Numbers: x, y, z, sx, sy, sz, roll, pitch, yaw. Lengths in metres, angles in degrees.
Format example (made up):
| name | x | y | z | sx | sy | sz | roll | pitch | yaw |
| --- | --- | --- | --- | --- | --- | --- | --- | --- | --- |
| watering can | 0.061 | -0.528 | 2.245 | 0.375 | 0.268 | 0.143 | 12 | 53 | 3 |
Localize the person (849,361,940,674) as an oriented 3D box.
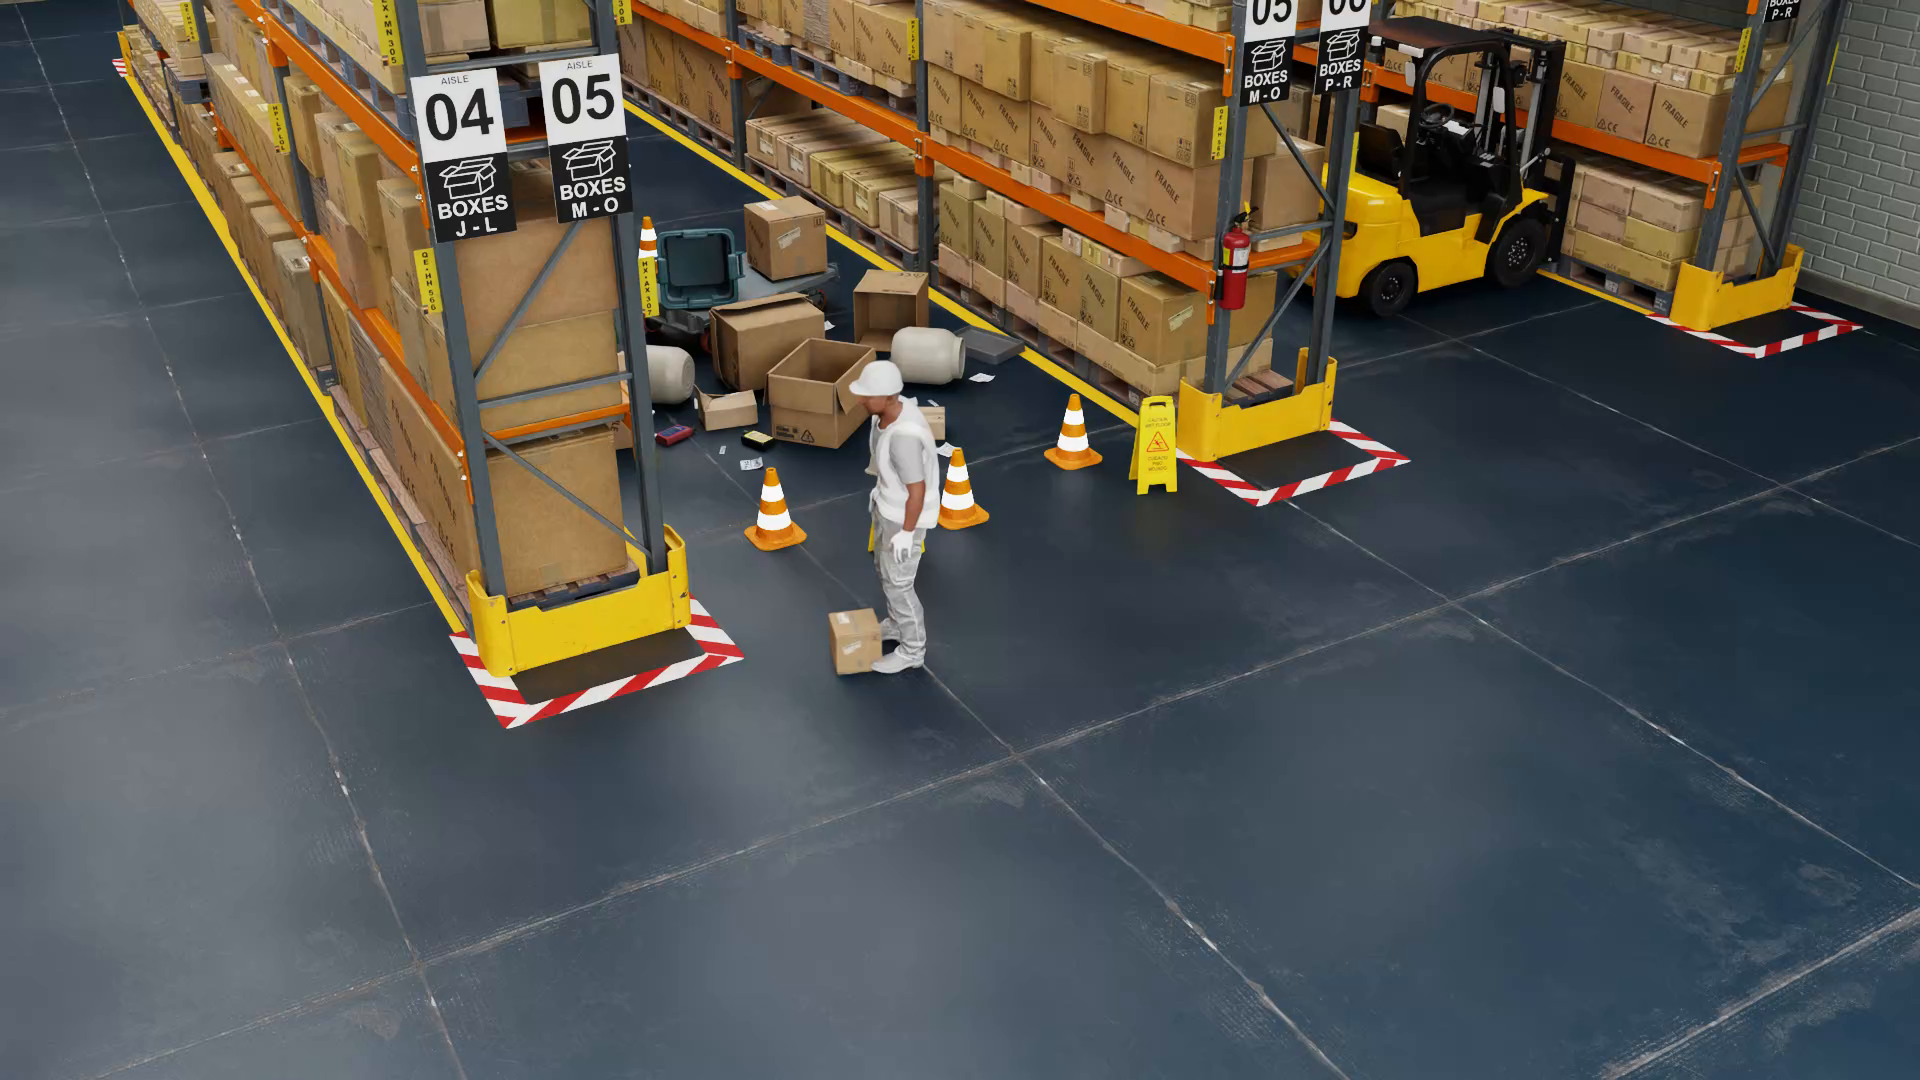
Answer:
| name | x | y | z | sx | sy | sz | roll | pitch | yaw |
| --- | --- | --- | --- | --- | --- | --- | --- | --- | --- |
| person | -0.345 | -0.139 | 8.809 | 0.450 | 1.773 | 0.609 | -7 | 30 | -13 |
